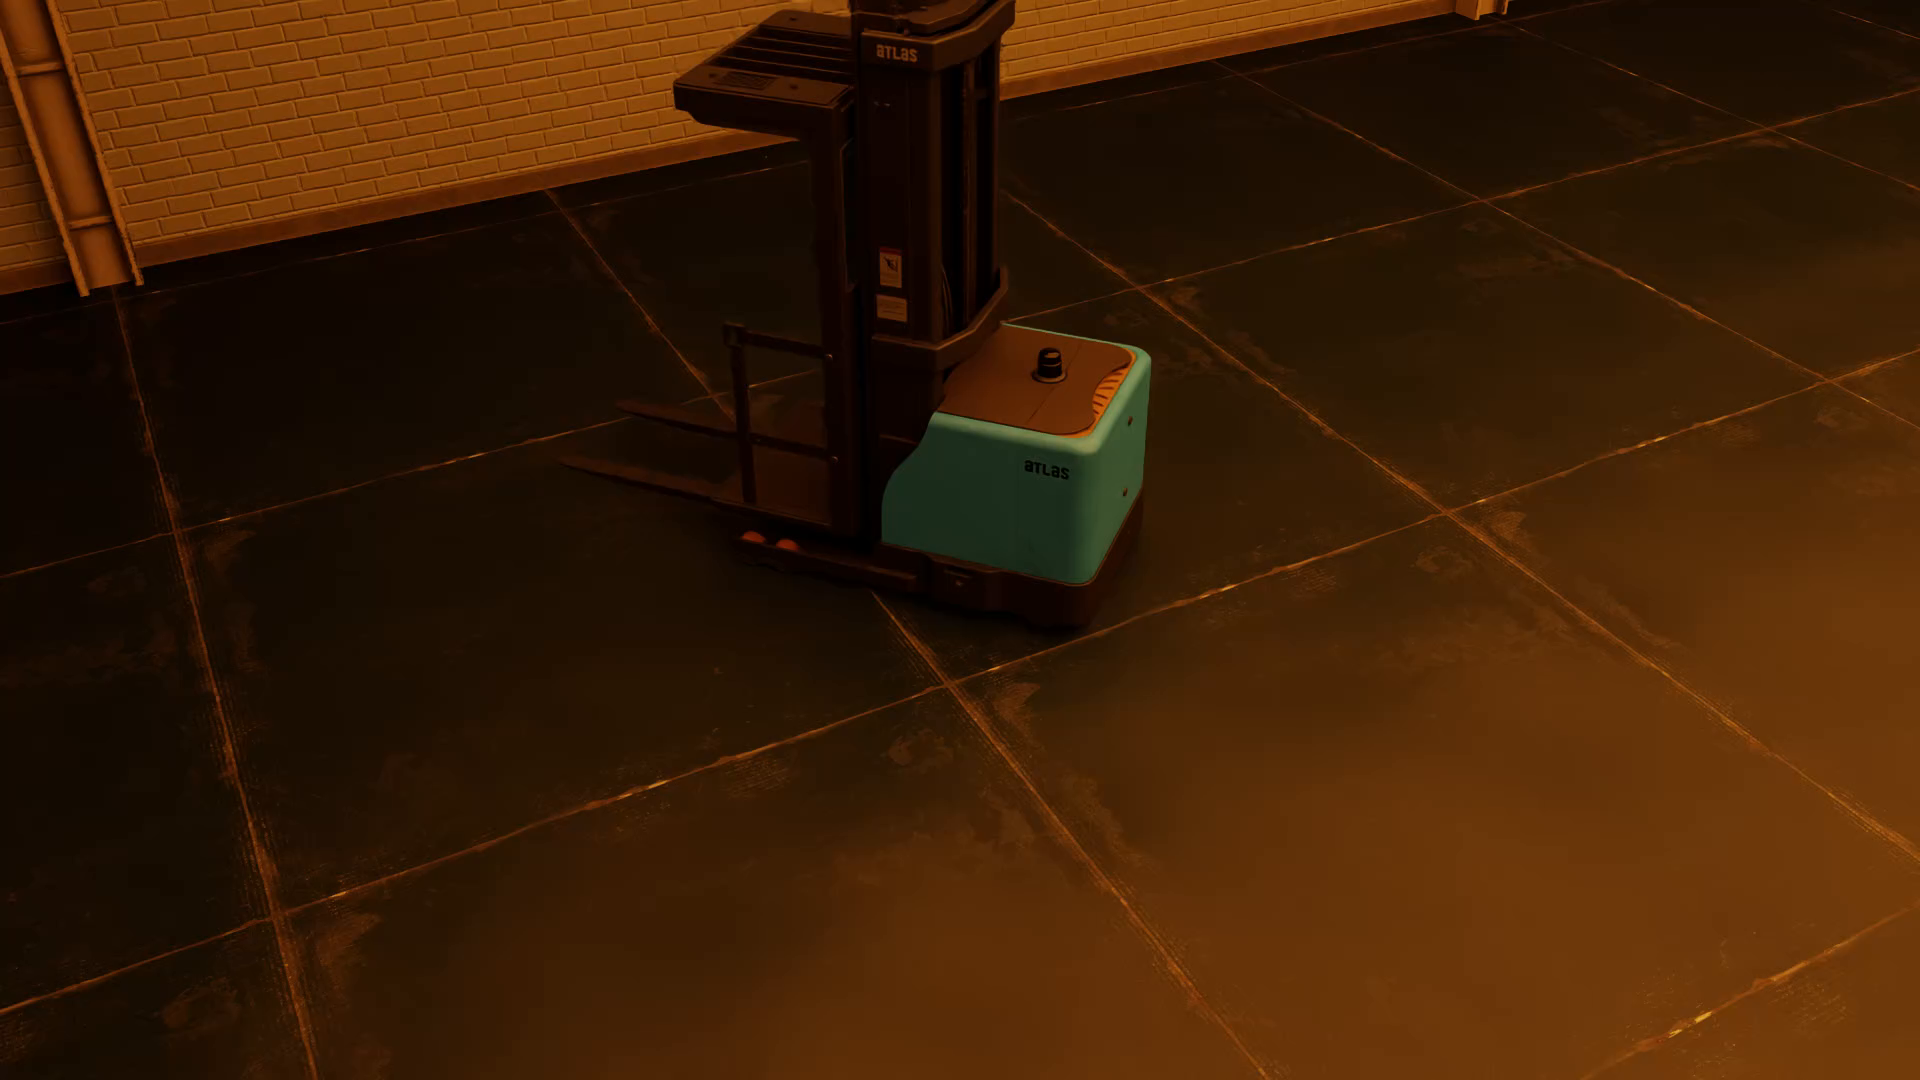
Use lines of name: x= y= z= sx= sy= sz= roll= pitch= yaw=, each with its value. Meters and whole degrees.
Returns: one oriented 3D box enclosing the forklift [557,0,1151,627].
forklift: x=-0.623 y=-1.303 z=7.967 sx=3.031 sy=2.935 sz=1.130 roll=12 pitch=37 yaw=17
